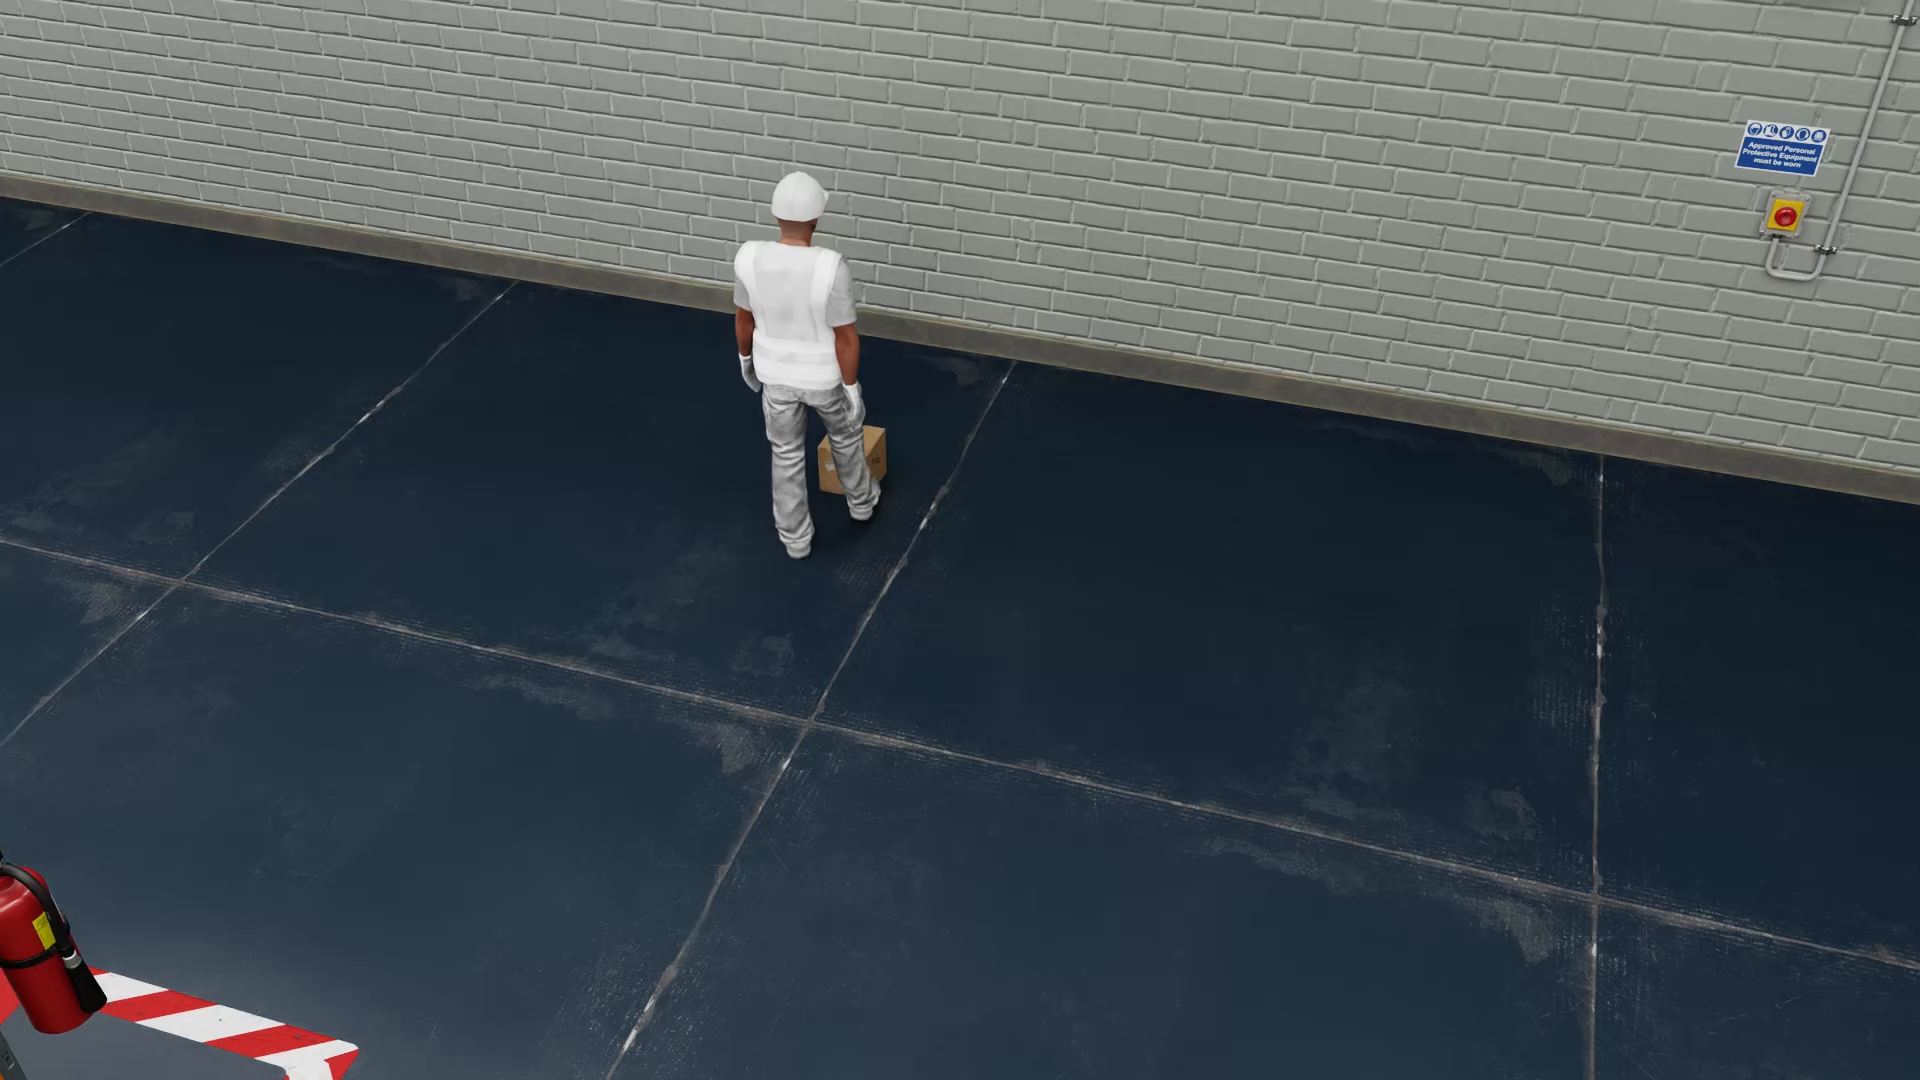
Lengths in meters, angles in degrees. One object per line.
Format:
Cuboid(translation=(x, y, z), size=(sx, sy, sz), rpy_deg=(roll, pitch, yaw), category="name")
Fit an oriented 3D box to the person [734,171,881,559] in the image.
Cuboid(translation=(-0.650, -0.805, 7.196), size=(0.566, 1.779, 0.637), rpy_deg=(6, 37, 9), category="person")
